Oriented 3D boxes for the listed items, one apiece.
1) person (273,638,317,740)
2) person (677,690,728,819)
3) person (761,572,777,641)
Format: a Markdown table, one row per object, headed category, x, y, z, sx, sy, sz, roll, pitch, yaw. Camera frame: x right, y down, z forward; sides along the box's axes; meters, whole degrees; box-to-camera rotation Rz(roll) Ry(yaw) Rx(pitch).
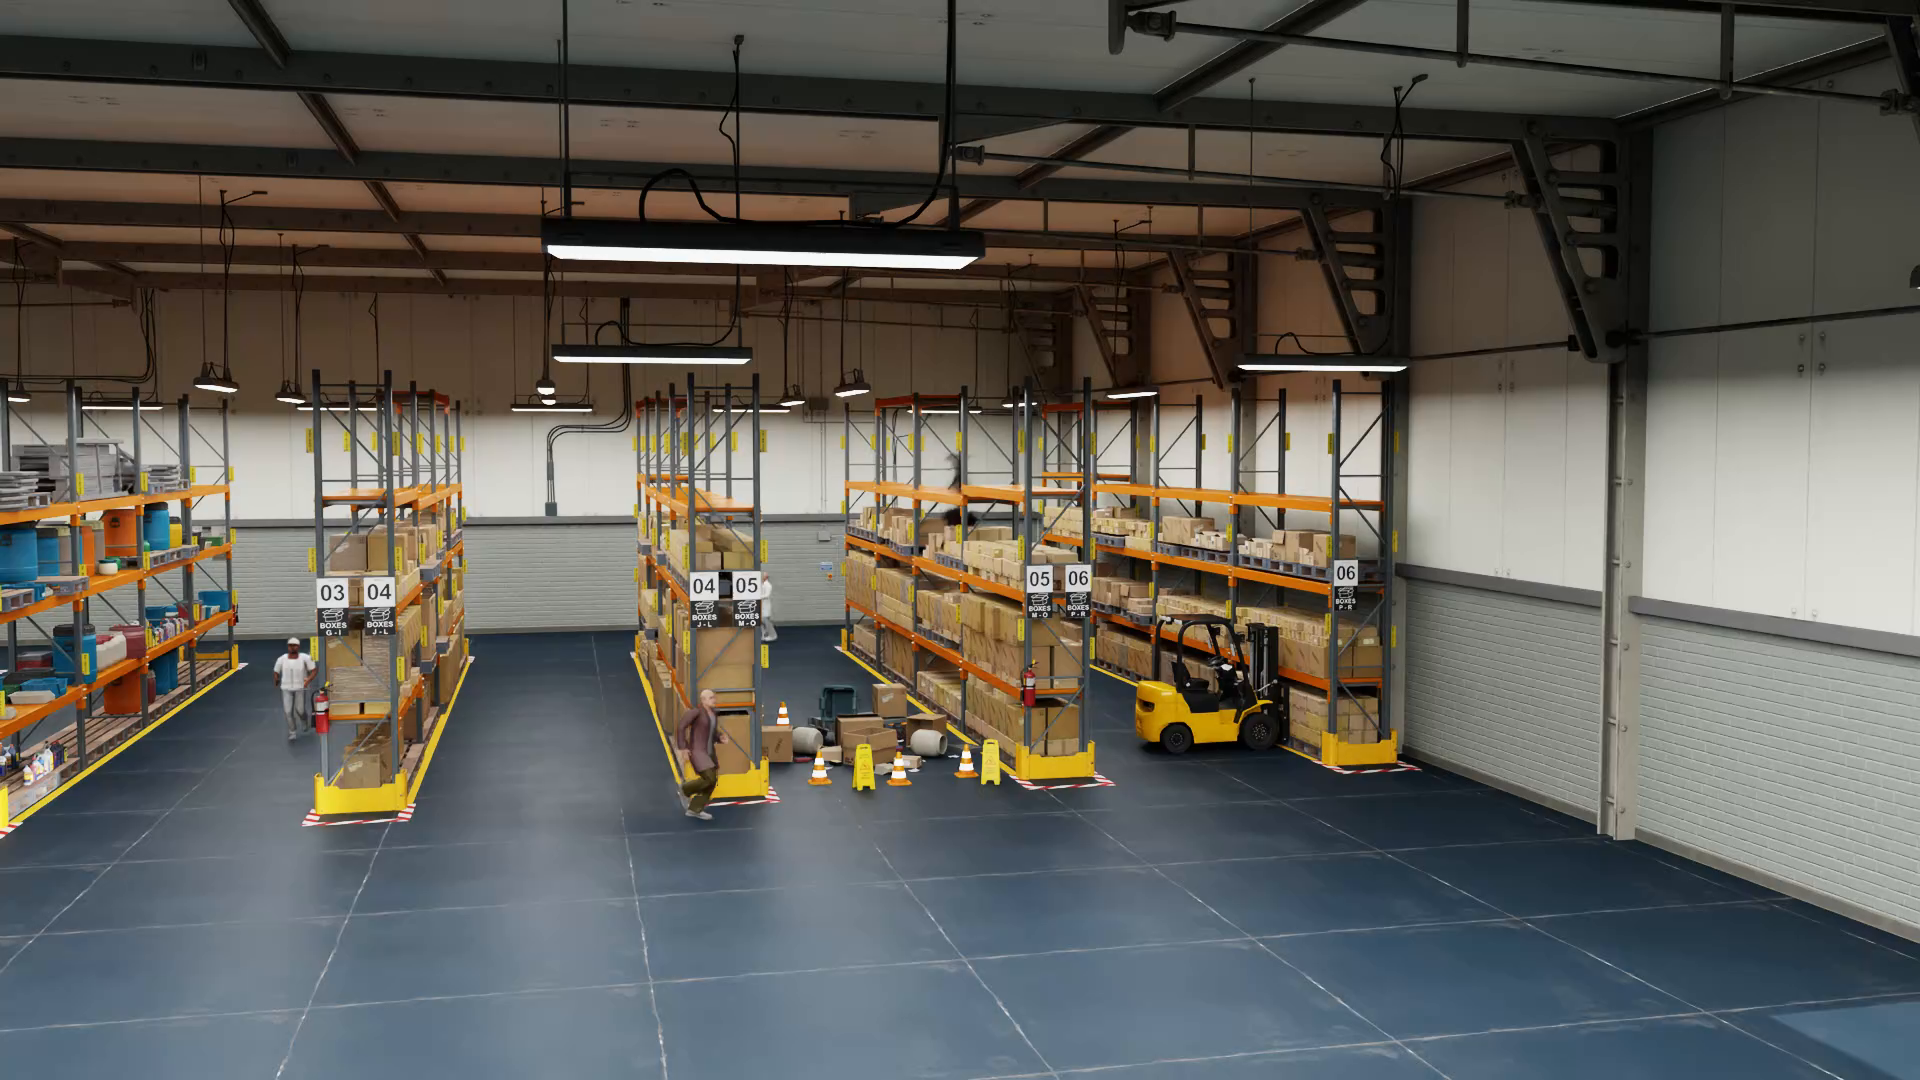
| category | x | y | z | sx | sy | sz | roll | pitch | yaw |
| --- | --- | --- | --- | --- | --- | --- | --- | --- | --- |
| person | -11.293 | 2.514 | 28.199 | 0.697 | 1.717 | 0.575 | -1 | 3 | -11 |
| person | -3.416 | 2.861 | 22.192 | 0.674 | 1.729 | 0.702 | 2 | 4 | 26 |
| person | -4.990 | 1.697 | 42.001 | 0.744 | 1.793 | 0.676 | -3 | 4 | -38 |
